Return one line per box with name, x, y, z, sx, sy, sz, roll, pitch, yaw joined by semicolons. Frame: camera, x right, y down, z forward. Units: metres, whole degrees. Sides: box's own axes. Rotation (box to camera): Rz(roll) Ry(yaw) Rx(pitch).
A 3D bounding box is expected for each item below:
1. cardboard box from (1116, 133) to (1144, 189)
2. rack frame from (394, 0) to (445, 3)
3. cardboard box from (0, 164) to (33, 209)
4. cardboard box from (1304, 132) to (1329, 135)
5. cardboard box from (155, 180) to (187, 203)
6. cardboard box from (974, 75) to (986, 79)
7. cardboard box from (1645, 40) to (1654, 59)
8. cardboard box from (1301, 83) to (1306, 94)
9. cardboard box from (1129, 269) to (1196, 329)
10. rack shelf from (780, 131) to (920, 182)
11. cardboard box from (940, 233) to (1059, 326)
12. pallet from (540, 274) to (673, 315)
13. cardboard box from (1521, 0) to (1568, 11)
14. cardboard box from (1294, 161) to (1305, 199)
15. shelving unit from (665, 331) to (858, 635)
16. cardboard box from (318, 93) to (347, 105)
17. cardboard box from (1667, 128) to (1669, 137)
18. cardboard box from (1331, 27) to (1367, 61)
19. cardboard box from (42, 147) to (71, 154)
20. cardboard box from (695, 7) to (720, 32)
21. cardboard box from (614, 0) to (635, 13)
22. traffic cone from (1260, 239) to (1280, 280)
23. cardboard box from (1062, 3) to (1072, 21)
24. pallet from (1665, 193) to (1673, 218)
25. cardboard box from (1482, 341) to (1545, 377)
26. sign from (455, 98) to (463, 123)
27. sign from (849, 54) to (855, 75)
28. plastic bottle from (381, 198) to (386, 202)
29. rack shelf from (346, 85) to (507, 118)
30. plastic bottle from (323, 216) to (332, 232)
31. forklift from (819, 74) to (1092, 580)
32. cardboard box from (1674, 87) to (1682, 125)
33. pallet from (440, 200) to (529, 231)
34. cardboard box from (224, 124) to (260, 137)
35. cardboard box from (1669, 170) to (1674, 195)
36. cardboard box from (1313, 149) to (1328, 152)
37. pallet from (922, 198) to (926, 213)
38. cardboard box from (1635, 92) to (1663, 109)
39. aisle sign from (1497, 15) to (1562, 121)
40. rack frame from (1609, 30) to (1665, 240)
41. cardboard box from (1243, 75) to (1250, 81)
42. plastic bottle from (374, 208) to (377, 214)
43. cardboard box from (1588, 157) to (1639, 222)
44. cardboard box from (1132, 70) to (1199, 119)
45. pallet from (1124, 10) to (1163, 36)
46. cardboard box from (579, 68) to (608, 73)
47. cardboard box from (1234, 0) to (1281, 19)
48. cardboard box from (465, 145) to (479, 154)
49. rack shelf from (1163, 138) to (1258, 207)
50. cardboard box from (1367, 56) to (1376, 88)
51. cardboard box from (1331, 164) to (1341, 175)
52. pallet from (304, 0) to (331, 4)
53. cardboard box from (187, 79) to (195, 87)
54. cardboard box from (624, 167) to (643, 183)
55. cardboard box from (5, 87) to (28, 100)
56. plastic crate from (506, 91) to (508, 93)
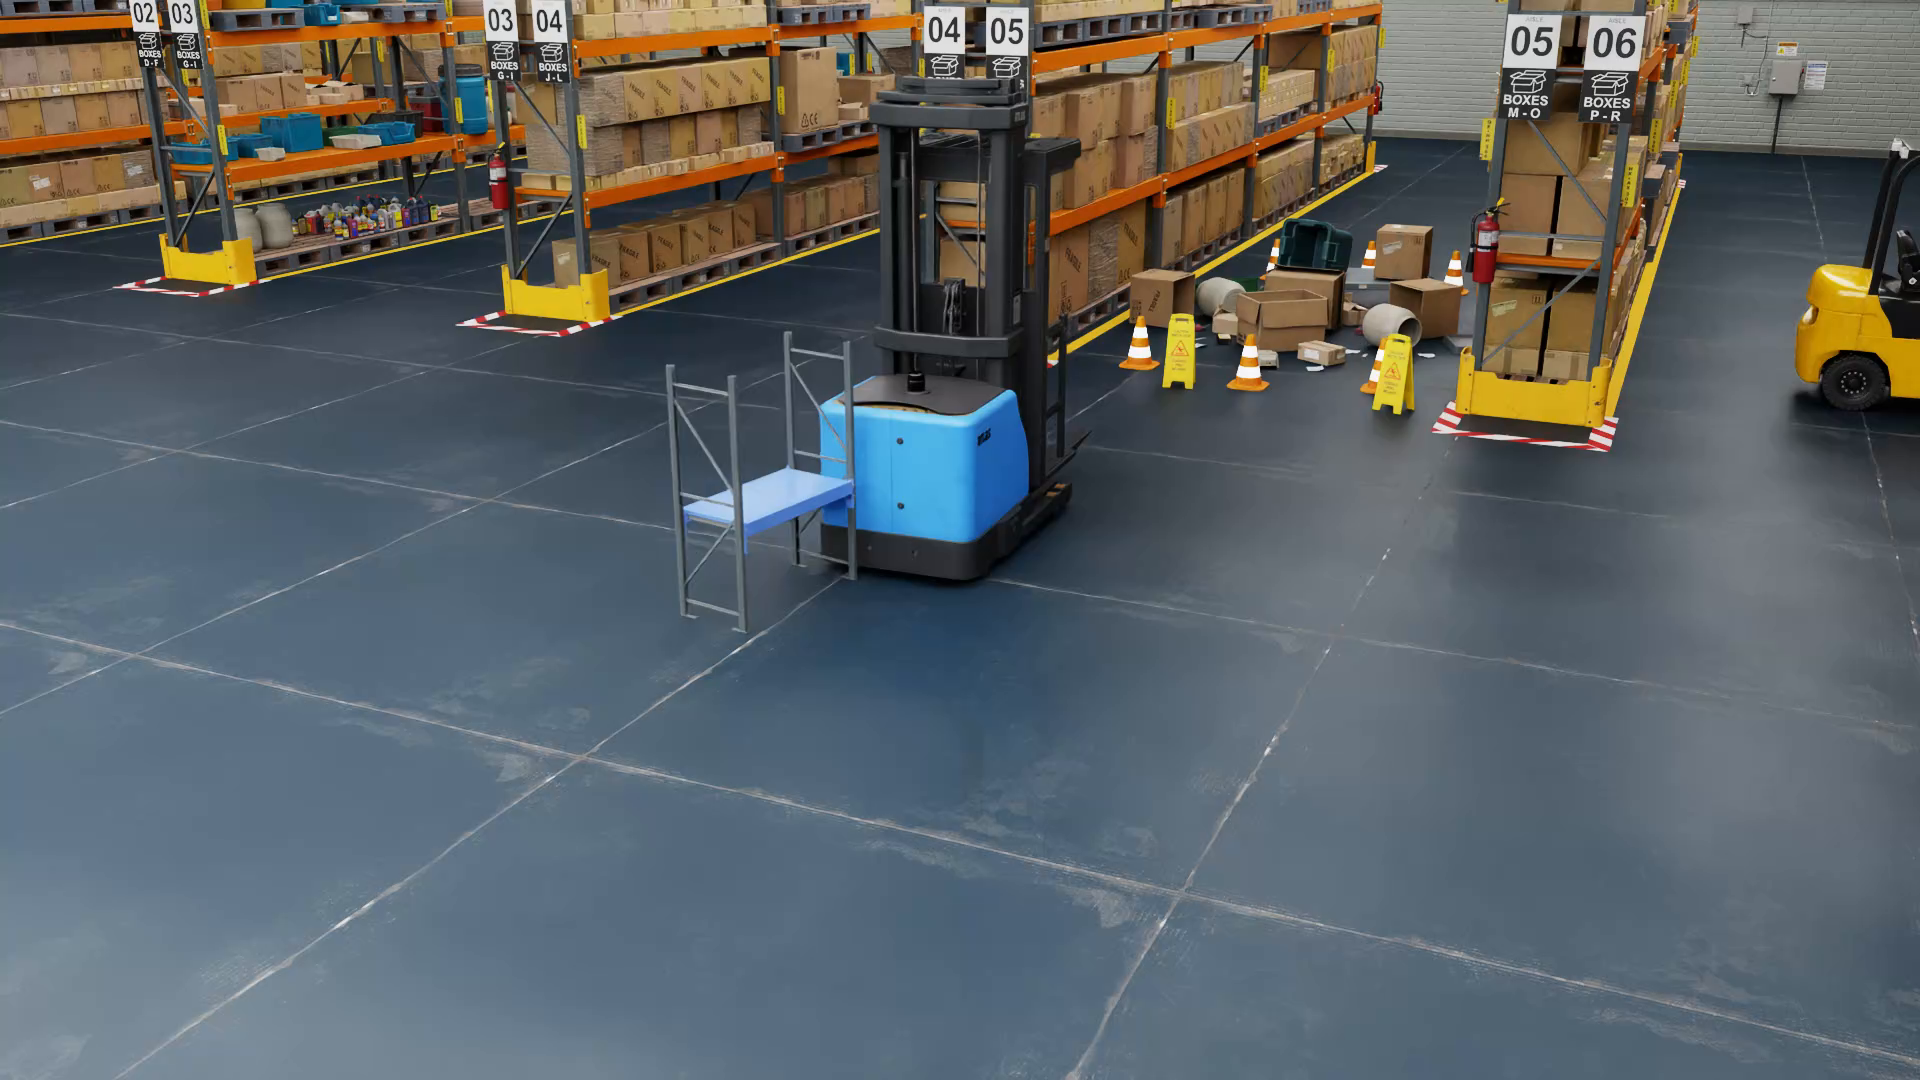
cardboard box;1.459;-4.087;17.761;0.875;0.550;0.550;9;21;23
rack frame;-7.199;-8.520;21.496;1.000;3.000;0.127;9;21;23
cardboard box;-12.728;-4.693;22.047;0.500;0.500;0.500;9;21;23
cardboard box;6.193;-6.992;28.893;0.380;0.149;0.250;8;21;20
cardboard box;-11.707;-5.105;24.323;0.500;0.250;0.500;9;21;23
cardboard box;0.237;-7.015;26.068;0.500;0.500;0.500;8;21;22
cardboard box;5.681;-4.178;14.140;0.380;0.149;0.250;9;21;23
cardboard box;4.886;-6.663;24.531;0.380;0.149;0.250;10;22;25
cardboard box;2.104;-2.510;17.278;0.500;0.500;0.500;13;23;32
rack shelf;-1.861;-5.286;22.430;1.077;0.370;4.000;9;21;23
cardboard box;0.383;-2.493;16.045;0.875;0.875;0.875;9;21;23
pallet;-3.922;-2.744;18.369;1.003;0.211;1.213;9;21;23
cardboard box;4.592;-4.246;13.139;0.380;0.149;0.250;9;21;23
cardboard box;4.796;-5.350;24.640;0.500;0.500;0.500;8;21;21
shelving unit;-1.133;-0.361;9.746;0.538;1.500;1.048;13;23;32
cardboard box;-10.194;-7.166;27.016;0.380;0.149;0.250;9;21;23
cardboard box;9.042;-5.391;21.876;0.500;0.250;0.500;9;21;23
cardboard box;6.345;-8.140;27.295;0.500;0.500;0.500;10;22;25
cardboard box;-15.539;-6.625;28.194;0.700;0.500;0.500;9;21;23
cardboard box;-3.056;-5.866;18.735;0.500;0.250;0.500;8;21;22
cardboard box;-3.632;-5.607;17.412;0.380;0.149;0.250;9;22;25
traffic cone;3.731;-3.310;19.585;0.336;0.463;0.334;9;21;23
cardboard box;0.805;-4.835;15.209;0.380;0.149;0.250;9;21;23
pallet;10.020;-5.007;24.734;1.003;0.211;1.213;9;21;23
cardboard box;4.819;-1.625;14.538;0.500;0.250;0.500;8;21;22
sign;-6.701;-5.745;22.233;0.100;0.325;0.005;9;21;23
sign;-1.550;-6.857;24.046;0.100;0.325;0.005;9;21;23
plastic bottle;-7.836;-4.477;22.490;0.152;0.276;0.135;9;22;25
rack shelf;-9.259;-7.869;29.693;1.077;0.370;4.000;9;21;23
plastic bottle;-8.178;-4.085;21.499;0.097;0.201;0.097;0;20;0
forklift;0.139;-1.595;11.079;1.130;2.935;3.031;8;21;20
cardboard box;10.068;-6.254;23.929;0.500;0.500;0.500;9;22;24
pallet;-6.912;-4.625;23.658;1.003;0.211;1.213;9;21;23
cardboard box;-13.813;-7.934;31.383;0.750;0.750;0.750;8;21;22
cardboard box;10.358;-5.541;25.270;0.875;0.438;0.875;8;21;21
cardboard box;5.635;-6.120;26.440;0.380;0.149;0.250;8;21;22
pallet;-0.650;-5.153;25.144;1.003;0.211;1.213;9;21;23
cardboard box;6.876;-4.440;16.789;0.380;0.149;0.250;8;21;22
aisle sign;4.433;-3.677;12.951;0.394;0.787;0.004;9;21;23
rack frame;6.361;-3.654;16.766;1.000;3.000;0.127;9;21;23
cardboard box;3.970;-6.655;24.065;0.380;0.149;0.250;9;22;25
plastic bottle;-7.578;-4.192;21.677;0.061;0.283;0.133;9;21;23
cardboard box;5.587;-3.040;14.447;0.500;0.500;0.500;8;21;22
cardboard box;2.418;-5.285;19.711;0.700;0.500;0.500;9;21;23
pallet;1.459;-5.425;17.402;1.003;0.211;1.213;9;21;23
cardboard box;-4.119;-4.805;17.918;0.500;0.500;0.500;9;21;23
cardboard box;3.918;-7.123;21.897;0.500;0.500;0.500;9;21;23
cardboard box;-9.003;-7.200;29.812;0.500;0.500;0.500;8;21;21
rack shelf;2.623;-4.575;20.429;1.077;0.370;4.000;9;21;23
cardboard box;6.768;-7.985;28.352;0.500;0.500;0.500;9;21;24
cardboard box;6.016;-6.072;27.193;0.380;0.149;0.250;8;21;21
pallet;-10.274;-8.701;26.765;1.213;0.211;1.003;10;22;25
cardboard box;-14.142;-8.311;30.207;0.380;0.149;0.250;9;21;23
cardboard box;-3.664;-3.954;17.986;0.380;0.149;0.250;9;21;23
cardboard box;-12.576;-5.910;21.994;0.380;0.149;0.250;8;21;21
plastic crate;-6.501;-6.494;24.658;0.402;0.464;0.583;9;21;23
